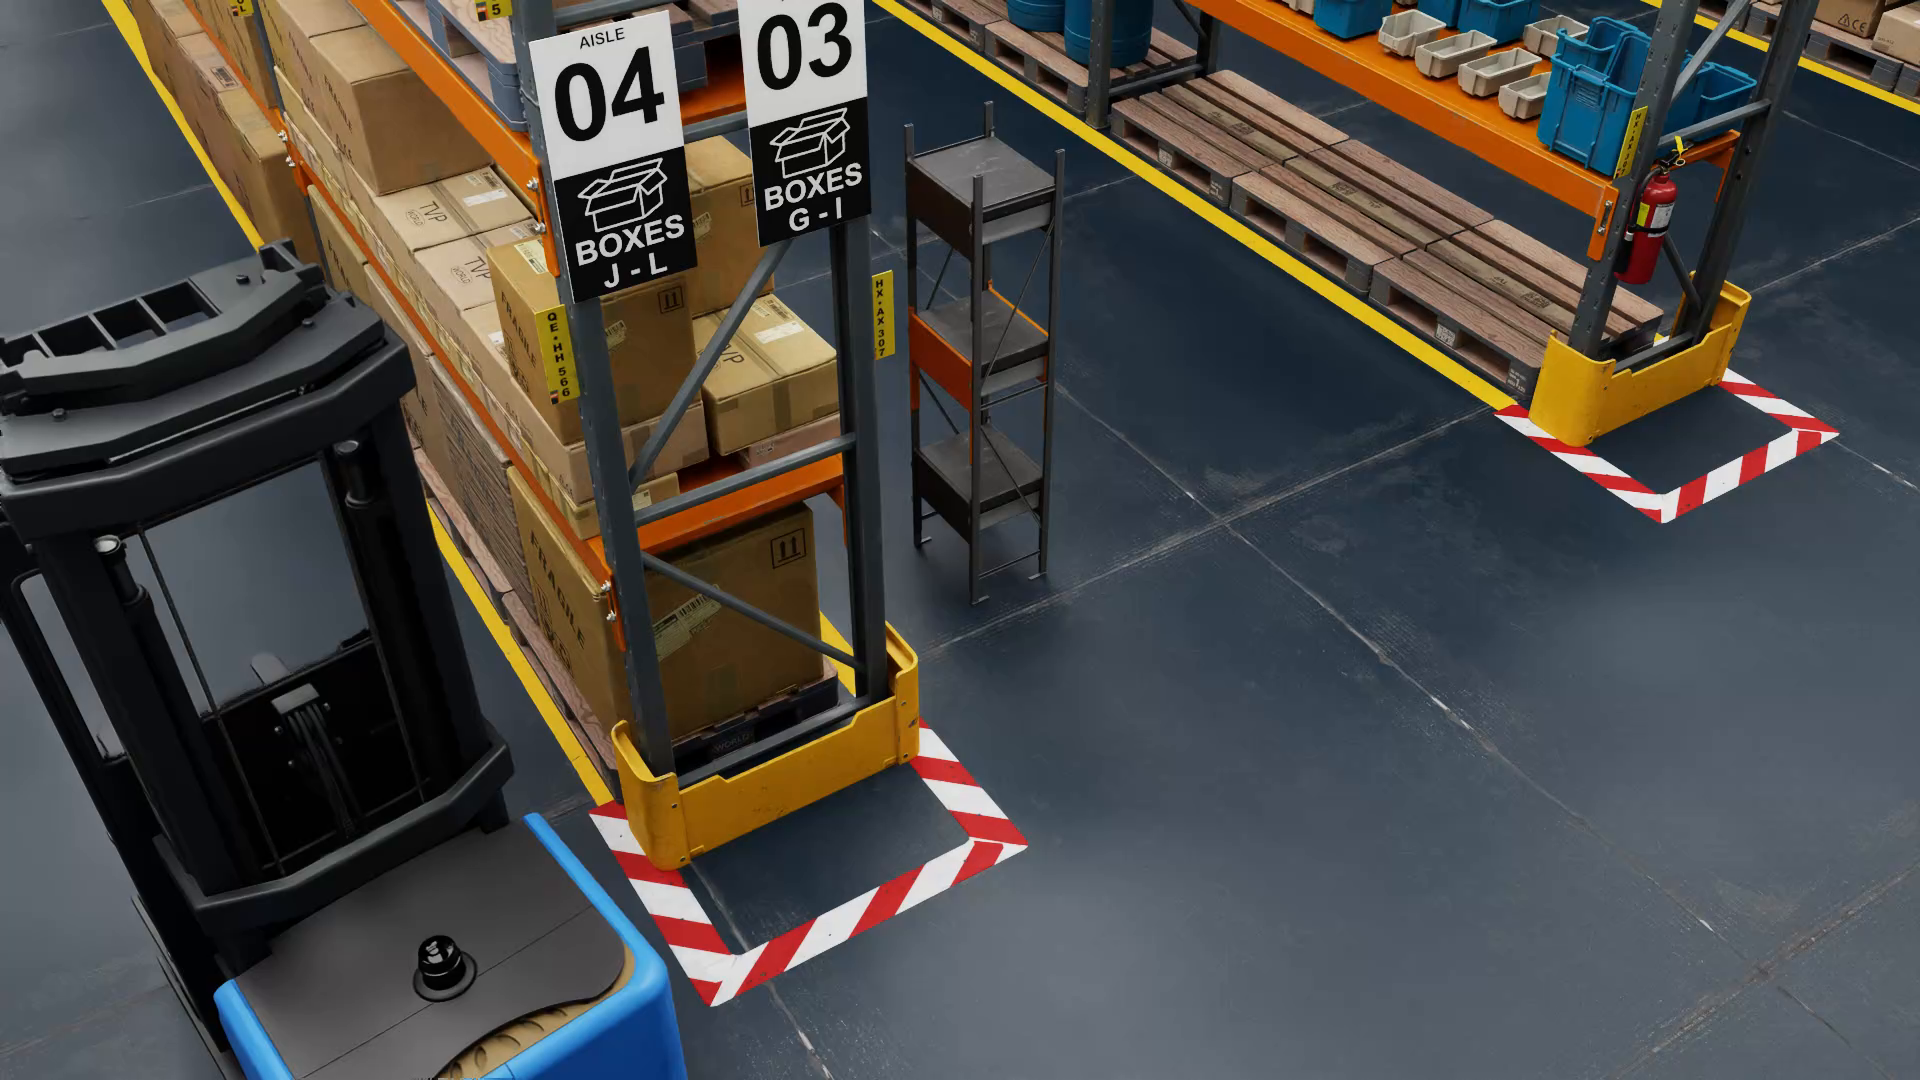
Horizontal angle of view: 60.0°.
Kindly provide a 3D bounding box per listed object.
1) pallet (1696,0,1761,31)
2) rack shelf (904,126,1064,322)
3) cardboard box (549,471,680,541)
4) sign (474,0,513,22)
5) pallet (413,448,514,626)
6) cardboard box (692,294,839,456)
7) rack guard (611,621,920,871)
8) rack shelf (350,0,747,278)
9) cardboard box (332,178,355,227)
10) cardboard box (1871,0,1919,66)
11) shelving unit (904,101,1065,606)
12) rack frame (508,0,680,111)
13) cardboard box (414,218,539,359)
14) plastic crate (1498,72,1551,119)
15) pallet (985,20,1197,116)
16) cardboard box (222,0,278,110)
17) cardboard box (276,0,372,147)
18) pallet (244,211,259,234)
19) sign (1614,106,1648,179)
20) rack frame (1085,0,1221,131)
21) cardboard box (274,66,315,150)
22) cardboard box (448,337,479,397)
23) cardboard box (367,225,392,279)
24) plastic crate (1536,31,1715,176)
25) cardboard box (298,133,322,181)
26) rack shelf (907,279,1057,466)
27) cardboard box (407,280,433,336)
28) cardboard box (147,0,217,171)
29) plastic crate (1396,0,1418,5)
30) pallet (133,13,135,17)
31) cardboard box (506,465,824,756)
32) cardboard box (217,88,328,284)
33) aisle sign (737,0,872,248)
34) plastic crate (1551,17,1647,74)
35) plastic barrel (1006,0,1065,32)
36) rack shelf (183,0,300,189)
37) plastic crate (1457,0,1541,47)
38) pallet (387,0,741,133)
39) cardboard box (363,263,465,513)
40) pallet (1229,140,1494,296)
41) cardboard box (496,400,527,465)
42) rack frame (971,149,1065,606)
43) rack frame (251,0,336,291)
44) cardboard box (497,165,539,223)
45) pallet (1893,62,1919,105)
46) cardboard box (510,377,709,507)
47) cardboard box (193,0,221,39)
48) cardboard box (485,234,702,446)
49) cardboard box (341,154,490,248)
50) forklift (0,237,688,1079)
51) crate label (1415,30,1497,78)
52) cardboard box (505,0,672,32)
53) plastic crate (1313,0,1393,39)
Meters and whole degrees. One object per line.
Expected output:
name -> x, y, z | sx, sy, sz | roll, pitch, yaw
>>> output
pallet -> 5.836, -4.321, 12.771 | 1.003, 0.211, 1.213 | -22, 45, -24
rack shelf -> 0.089, -1.245, 6.531 | 0.431, 0.518, 0.480 | -22, 45, -24
cardboard box -> -1.205, -0.179, 5.818 | 0.380, 0.149, 0.250 | -21, 44, -24
sign -> -1.201, -1.480, 4.210 | 0.100, 0.325, 0.005 | -22, 45, -24
pallet -> -1.884, -0.188, 7.811 | 1.003, 0.211, 1.213 | -22, 45, -24
cardboard box -> -0.767, -0.606, 6.018 | 0.500, 0.250, 0.500 | -23, 45, -25
rack guard -> -0.723, 0.776, 6.428 | 1.175, 0.500, 0.348 | -22, 45, -24
rack shelf -> -1.812, -2.152, 6.209 | 1.077, 0.370, 4.000 | -22, 45, -24
cardboard box -> -2.582, -1.560, 7.475 | 0.380, 0.149, 0.250 | -23, 45, -26
cardboard box -> 6.633, -3.449, 11.350 | 0.500, 0.250, 0.500 | -22, 45, -24
shelving unit -> 0.089, -0.717, 6.971 | 0.431, 2.100, 0.503 | -22, 45, -24
rack frame -> -0.736, -2.502, 3.723 | 1.000, 3.000, 0.127 | -22, 45, -24
cardboard box -> -1.767, -0.972, 6.459 | 0.500, 0.250, 0.500 | -24, 45, -26
plastic crate -> 2.849, -2.201, 8.208 | 0.396, 0.136, 0.243 | -22, 45, -24
pallet -> 0.909, -3.420, 11.690 | 1.003, 0.211, 1.213 | -22, 45, -24
cardboard box -> -3.369, -2.553, 8.392 | 0.500, 0.500, 0.500 | -22, 45, -24
cardboard box -> -2.587, -2.086, 7.209 | 0.500, 0.500, 0.500 | -22, 45, -24
pallet -> -4.025, -2.334, 10.386 | 1.003, 0.211, 1.213 | -22, 45, -24
sign -> 2.985, -1.766, 7.399 | 0.100, 0.325, 0.005 | -22, 45, -24
rack frame -> 1.289, -4.061, 10.280 | 1.000, 3.000, 0.127 | -22, 45, -24
cardboard box -> -2.855, -2.069, 7.774 | 0.500, 0.250, 0.500 | -23, 45, -25
cardboard box -> -1.756, -0.730, 6.479 | 0.380, 0.149, 0.250 | -23, 45, -25
cardboard box -> -2.311, -1.286, 7.146 | 0.380, 0.149, 0.250 | -22, 44, -24
plastic crate -> 3.102, -2.055, 7.798 | 0.616, 0.435, 0.499 | -22, 45, -24
cardboard box -> -2.867, -1.843, 7.815 | 0.380, 0.149, 0.250 | -24, 45, -26
rack shelf -> 0.089, -0.707, 6.979 | 0.431, 0.518, 0.480 | -22, 45, -24
cardboard box -> -2.027, -1.004, 6.808 | 0.380, 0.149, 0.250 | -21, 44, -24
cardboard box -> -4.211, -2.997, 10.335 | 1.225, 0.875, 0.875 | -22, 45, -24
plastic crate -> 2.479, -3.146, 9.342 | 0.293, 0.136, 0.466 | -22, 45, -24
pallet -> -5.457, -3.866, 12.224 | 1.003, 0.211, 1.213 | -22, 45, -24
cardboard box -> -1.148, 0.140, 6.570 | 0.875, 0.875, 0.875 | -22, 45, -24
cardboard box -> -3.248, -2.040, 9.186 | 1.225, 0.875, 0.875 | -22, 45, -24
aisle sign -> -0.445, -1.260, 4.888 | 0.394, 0.787, 0.004 | -22, 45, -24
plastic crate -> 3.231, -2.462, 8.446 | 0.416, 0.233, 0.300 | -22, 45, -24
plastic barrel -> 0.630, -4.098, 11.635 | 0.600, 0.901, 0.708 | -22, 45, -24
rack shelf -> -3.962, -3.159, 9.760 | 1.077, 0.370, 4.000 | -22, 45, -24
plastic crate -> 2.877, -2.818, 8.872 | 0.416, 0.233, 0.300 | -22, 45, -24
pallet -> -1.144, -1.712, 5.187 | 1.003, 0.211, 1.213 | -22, 45, -24
cardboard box -> -2.116, -0.831, 7.736 | 0.875, 0.875, 0.875 | -22, 45, -24
pallet -> 2.377, -1.947, 9.921 | 1.003, 0.211, 1.213 | -22, 45, -24
cardboard box -> -1.481, -0.456, 6.150 | 0.380, 0.149, 0.250 | -22, 45, -24
rack frame -> 0.220, -0.586, 6.813 | 0.400, 2.100, 0.015 | -22, 45, -24
rack frame -> -2.887, -2.356, 8.234 | 1.000, 3.000, 0.127 | -22, 45, -24
cardboard box -> -1.604, -1.436, 7.015 | 0.500, 0.250, 0.500 | -23, 45, -25
pallet -> 7.148, -3.004, 11.191 | 1.003, 0.211, 1.213 | -22, 45, -24
cardboard box -> -1.220, -0.424, 5.800 | 0.500, 0.250, 0.500 | -23, 45, -25
cardboard box -> -3.916, -3.102, 9.051 | 0.500, 0.500, 0.500 | -23, 45, -25
cardboard box -> -1.220, -0.714, 5.563 | 0.500, 0.500, 0.500 | -22, 44, -24
cardboard box -> -2.309, -1.521, 7.117 | 0.500, 0.250, 0.500 | -21, 44, -23
forklift -> -2.139, 0.379, 5.005 | 1.130, 2.935, 3.031 | -28, 48, -30
crate label -> 2.535, -2.505, 8.572 | 0.396, 0.136, 0.243 | -22, 45, -24
cardboard box -> -1.061, -1.850, 4.799 | 0.700, 0.500, 0.500 | -25, 46, -27
plastic crate -> 2.119, -2.881, 8.948 | 0.416, 0.233, 0.300 | -22, 45, -24
